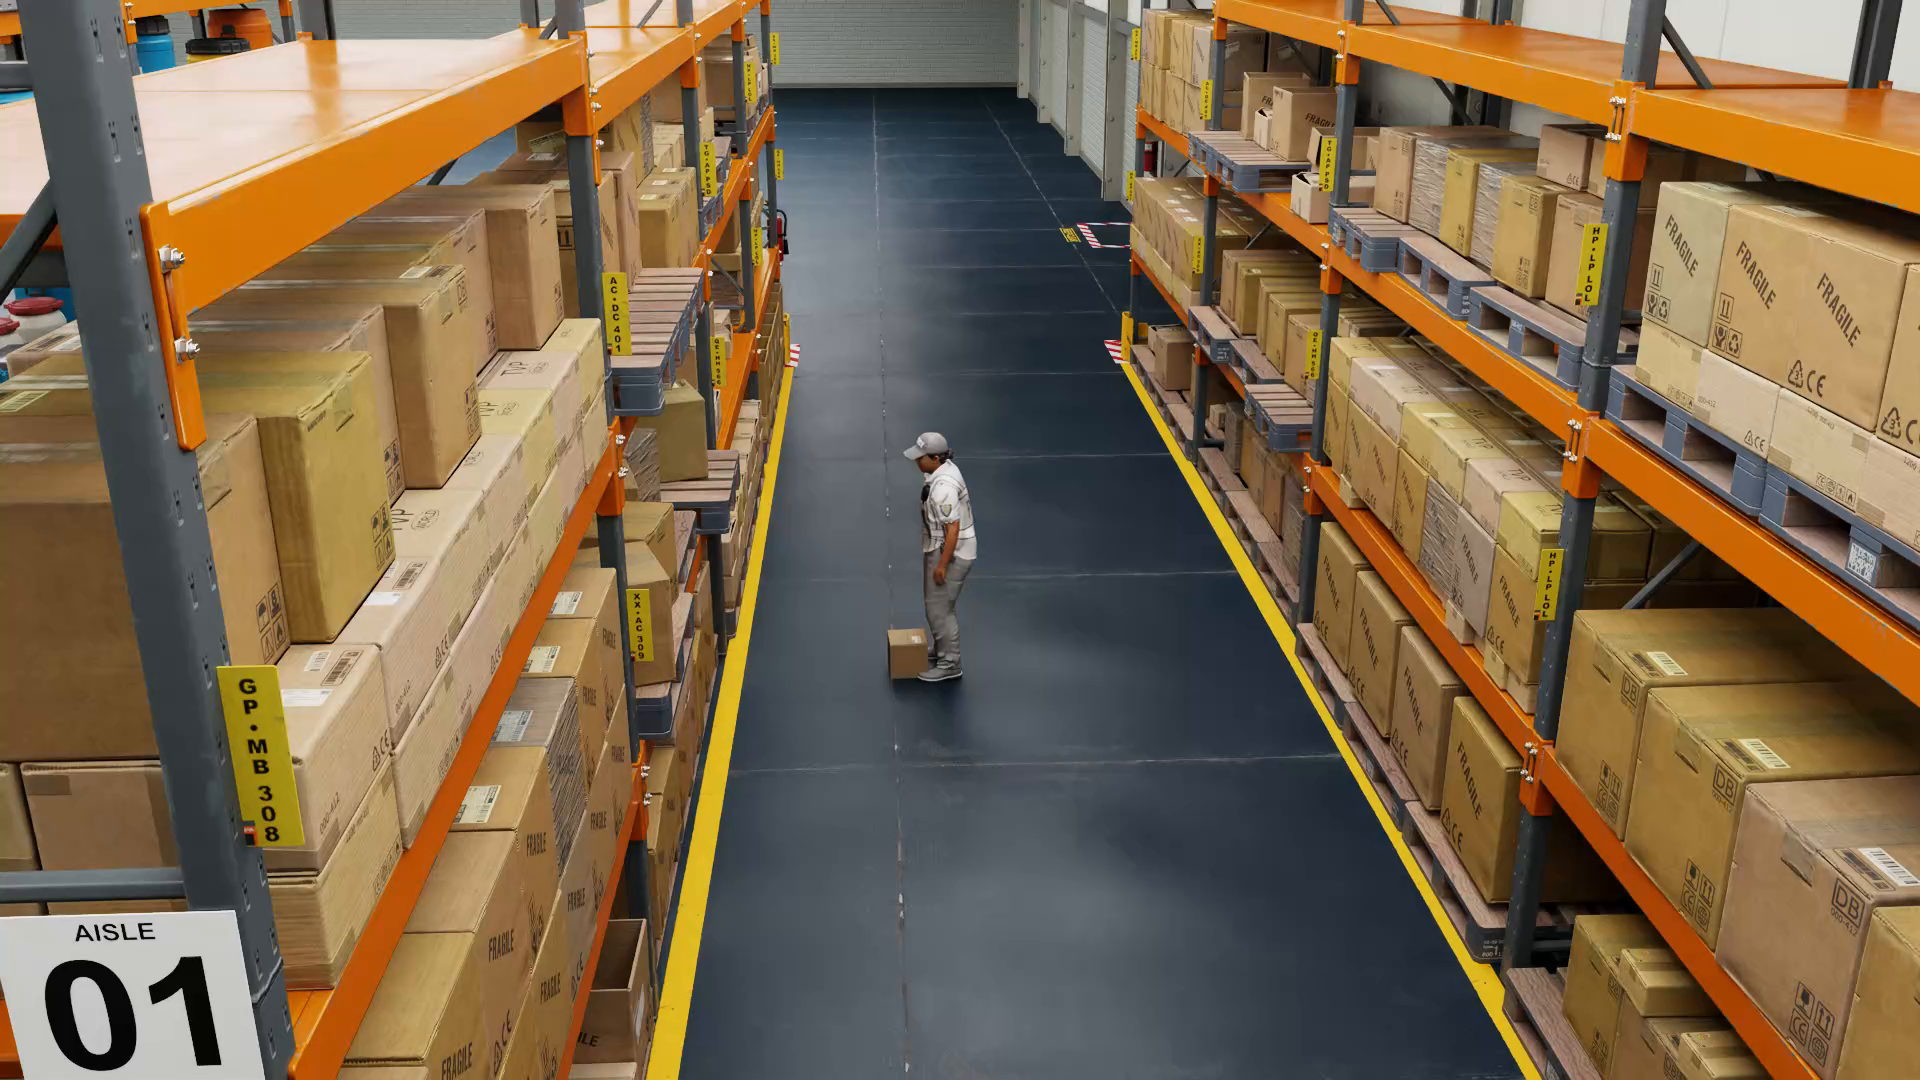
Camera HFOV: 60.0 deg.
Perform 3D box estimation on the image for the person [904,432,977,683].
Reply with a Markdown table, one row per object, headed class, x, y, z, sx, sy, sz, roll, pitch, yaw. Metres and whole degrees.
| class | x | y | z | sx | sy | sz | roll | pitch | yaw |
| --- | --- | --- | --- | --- | --- | --- | --- | --- | --- |
| person | -0.133 | 0.087 | 10.834 | 0.462 | 1.667 | 0.564 | -2 | 21 | -6 |
